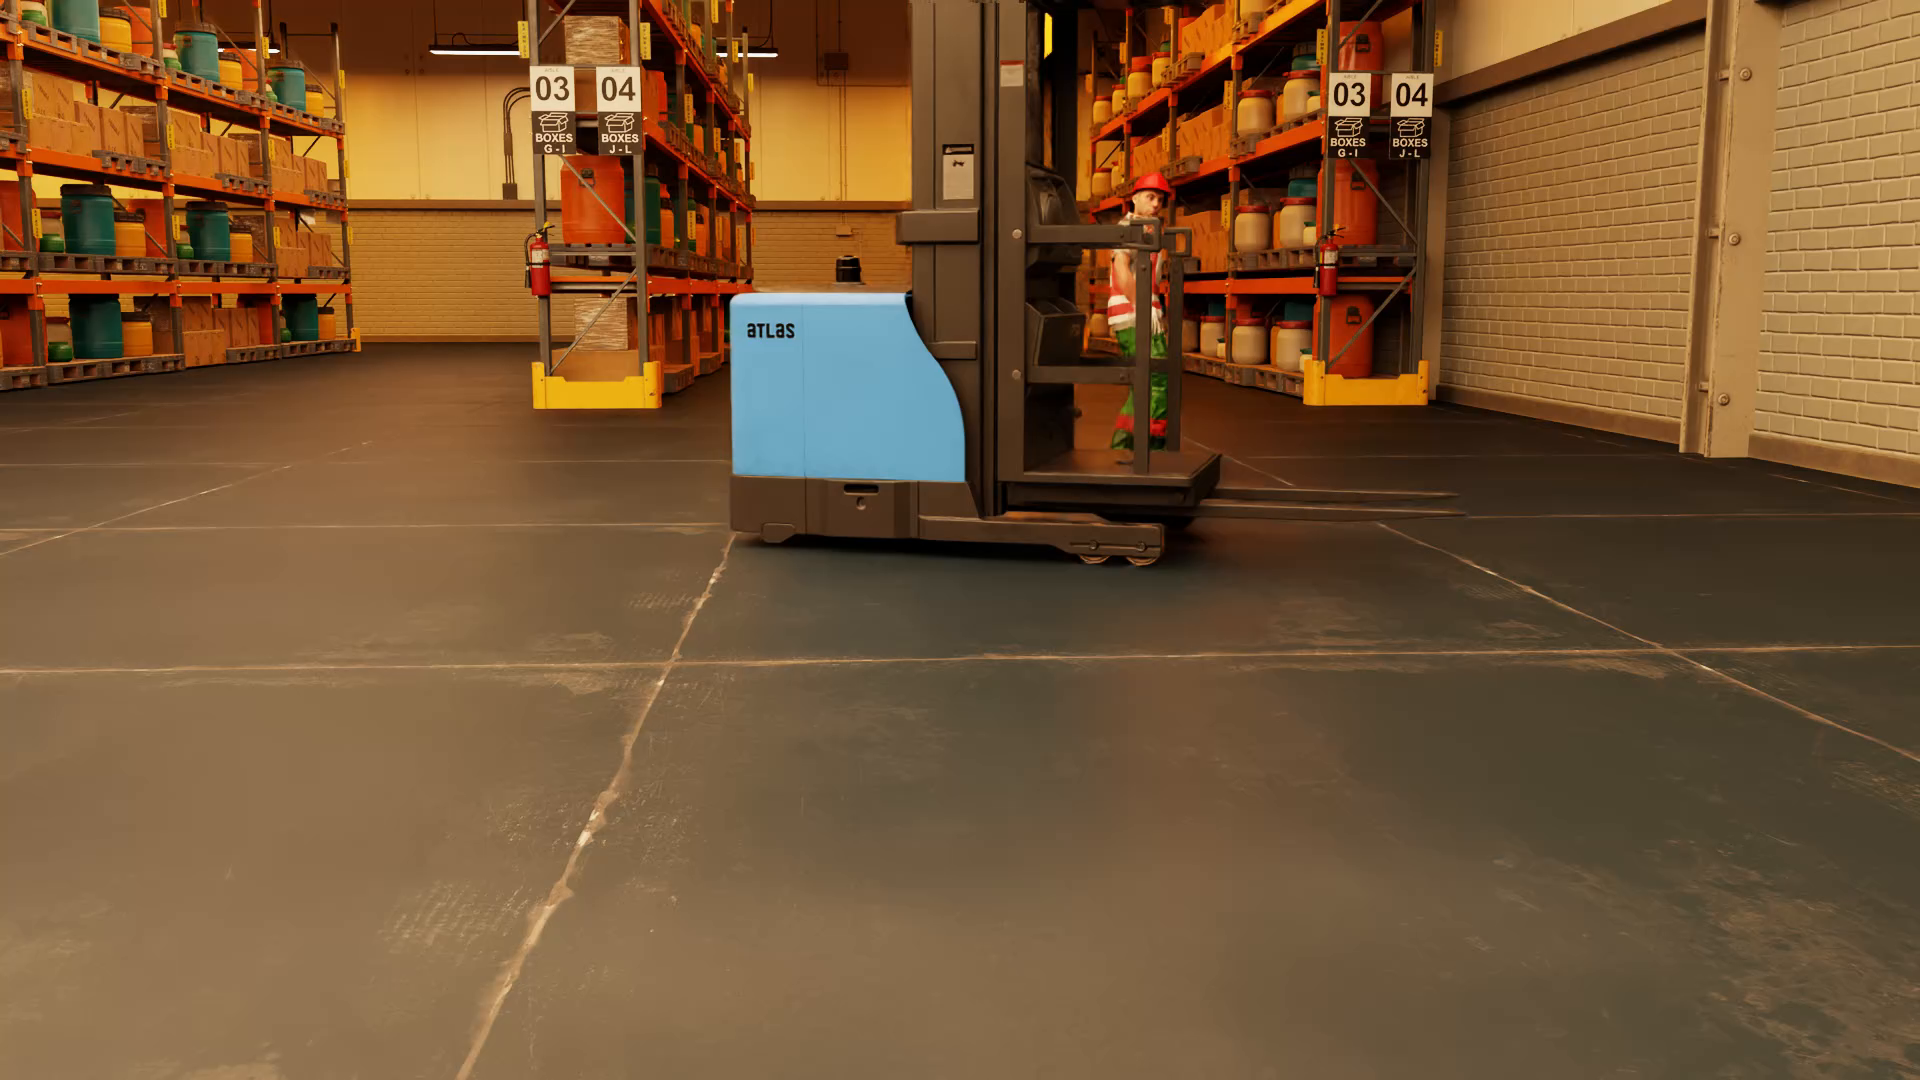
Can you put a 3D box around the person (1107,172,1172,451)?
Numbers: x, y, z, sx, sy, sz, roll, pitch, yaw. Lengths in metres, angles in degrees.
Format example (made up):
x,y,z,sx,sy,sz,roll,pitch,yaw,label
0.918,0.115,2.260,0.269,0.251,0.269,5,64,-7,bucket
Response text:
x,y,z,sx,sy,sz,roll,pitch,yaw,label
1.110,-1.240,9.660,0.510,1.765,0.763,0,8,0,person

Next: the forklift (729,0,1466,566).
x,y,z,sx,sy,sz,roll,pitch,yaw,label
0.587,-1.433,6.984,3.031,2.935,1.130,2,9,14,forklift
